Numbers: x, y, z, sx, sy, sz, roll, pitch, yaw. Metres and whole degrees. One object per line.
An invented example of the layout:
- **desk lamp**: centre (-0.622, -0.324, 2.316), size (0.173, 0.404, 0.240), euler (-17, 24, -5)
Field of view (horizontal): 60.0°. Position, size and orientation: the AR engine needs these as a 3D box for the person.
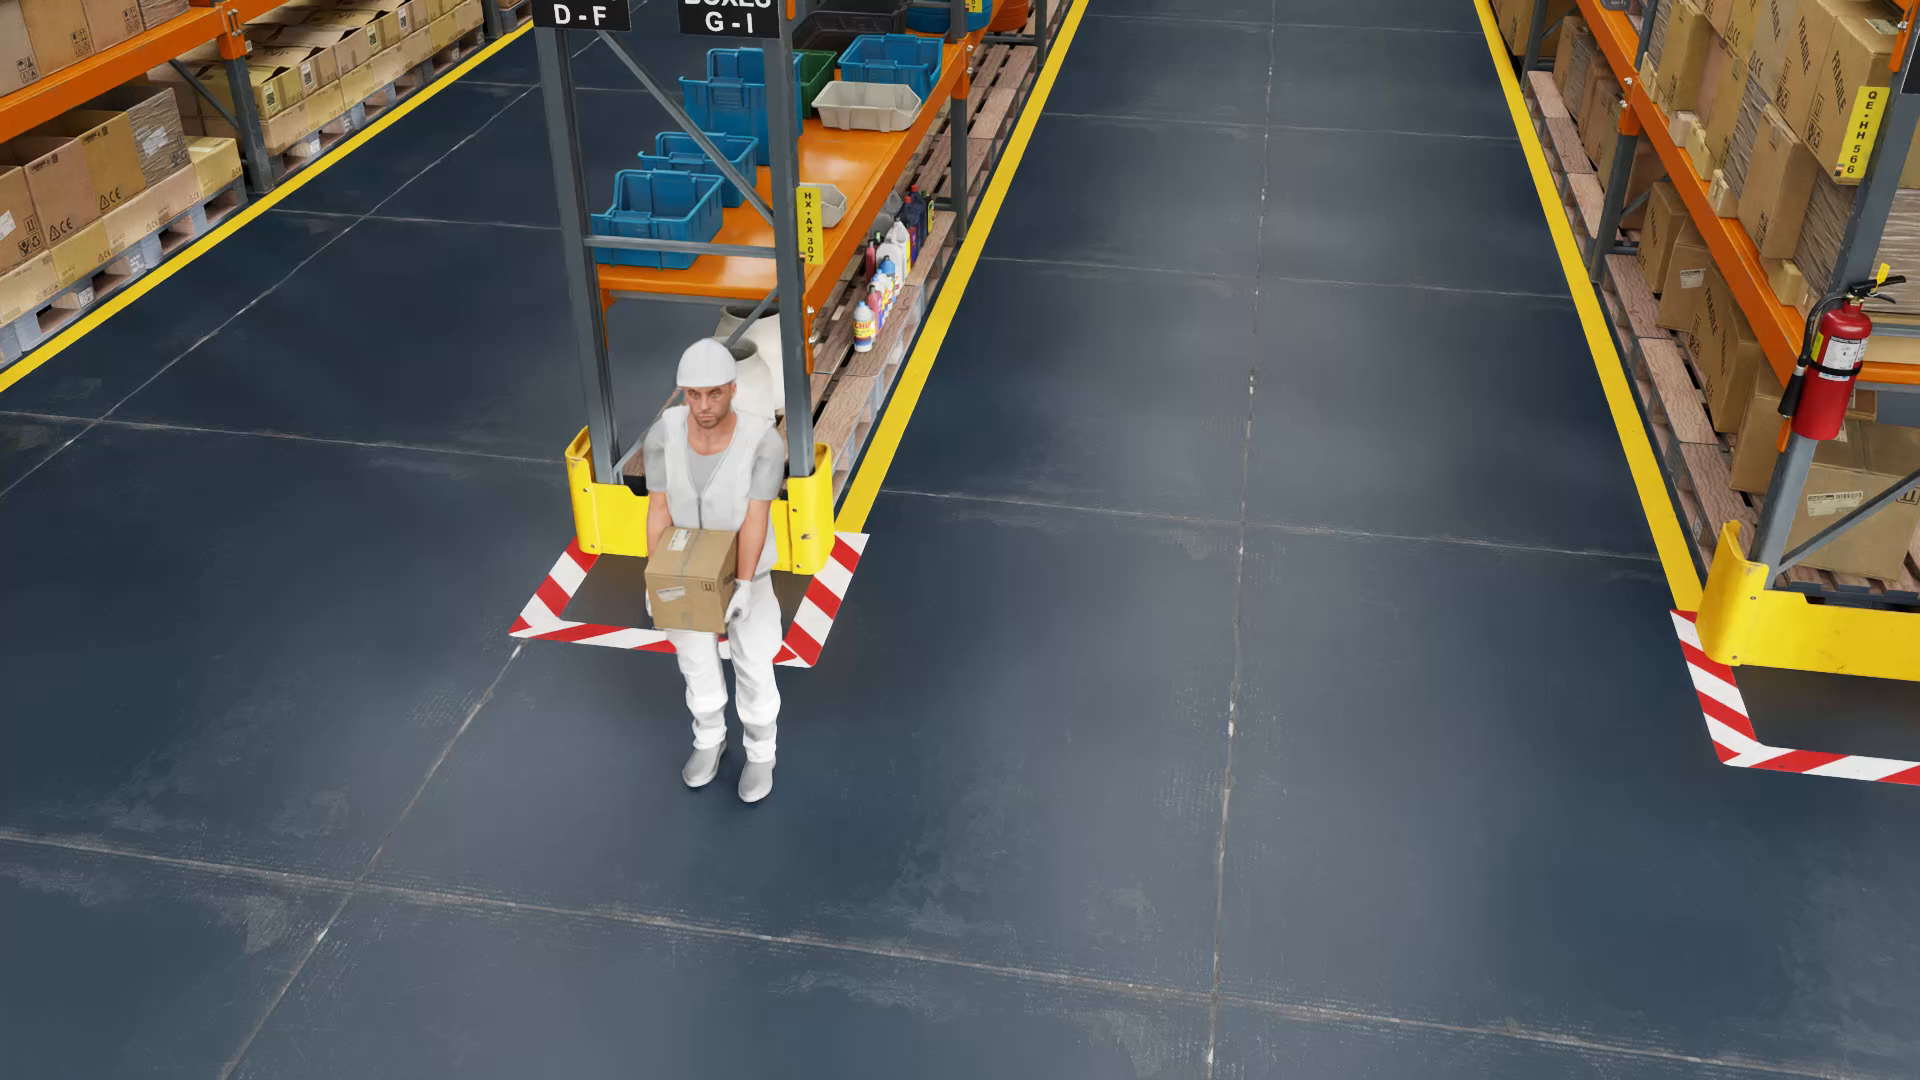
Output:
- **person**: centre (-0.859, 0.158, 5.862), size (0.495, 1.787, 0.563), euler (5, 32, 8)
